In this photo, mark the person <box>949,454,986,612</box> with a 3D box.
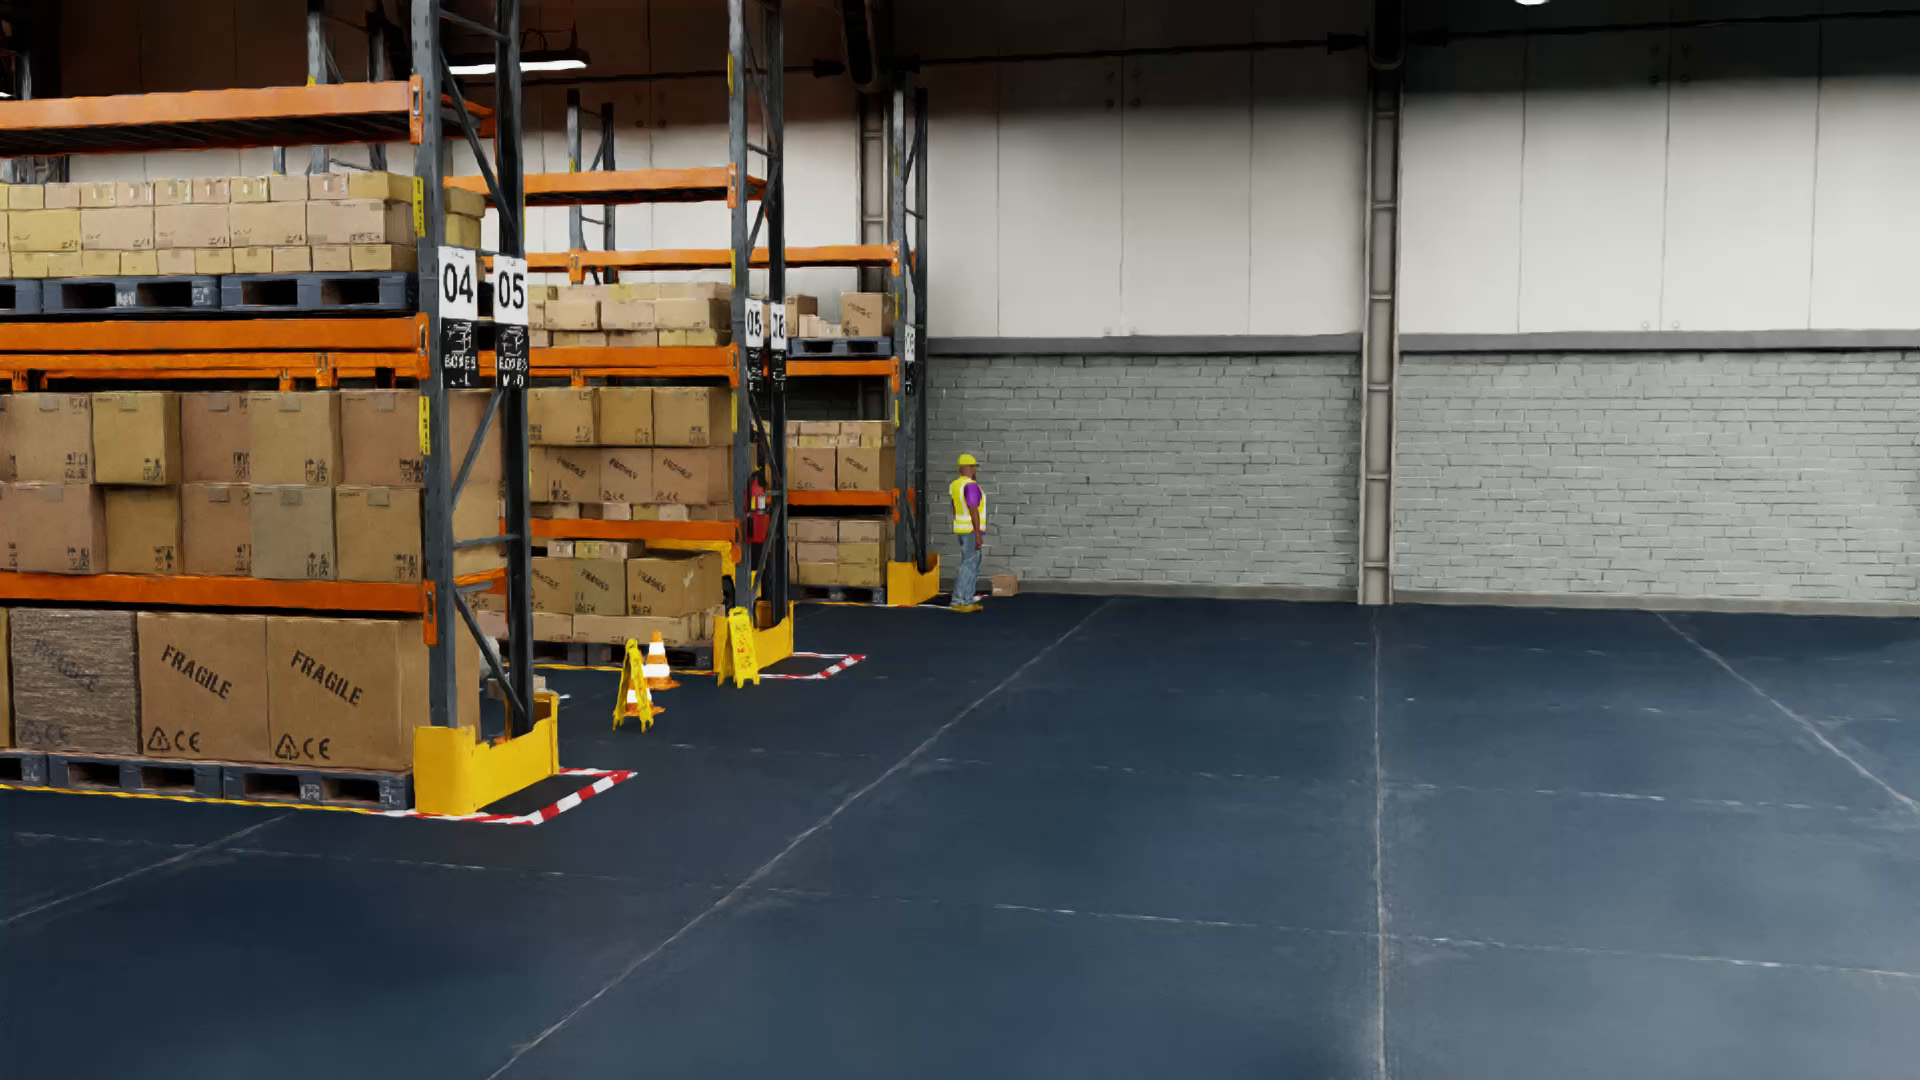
[{"bbox_3d":[0.083,-0.076,18.388,0.504,1.749,0.696,-2,5,-21],"label":"person"}]
